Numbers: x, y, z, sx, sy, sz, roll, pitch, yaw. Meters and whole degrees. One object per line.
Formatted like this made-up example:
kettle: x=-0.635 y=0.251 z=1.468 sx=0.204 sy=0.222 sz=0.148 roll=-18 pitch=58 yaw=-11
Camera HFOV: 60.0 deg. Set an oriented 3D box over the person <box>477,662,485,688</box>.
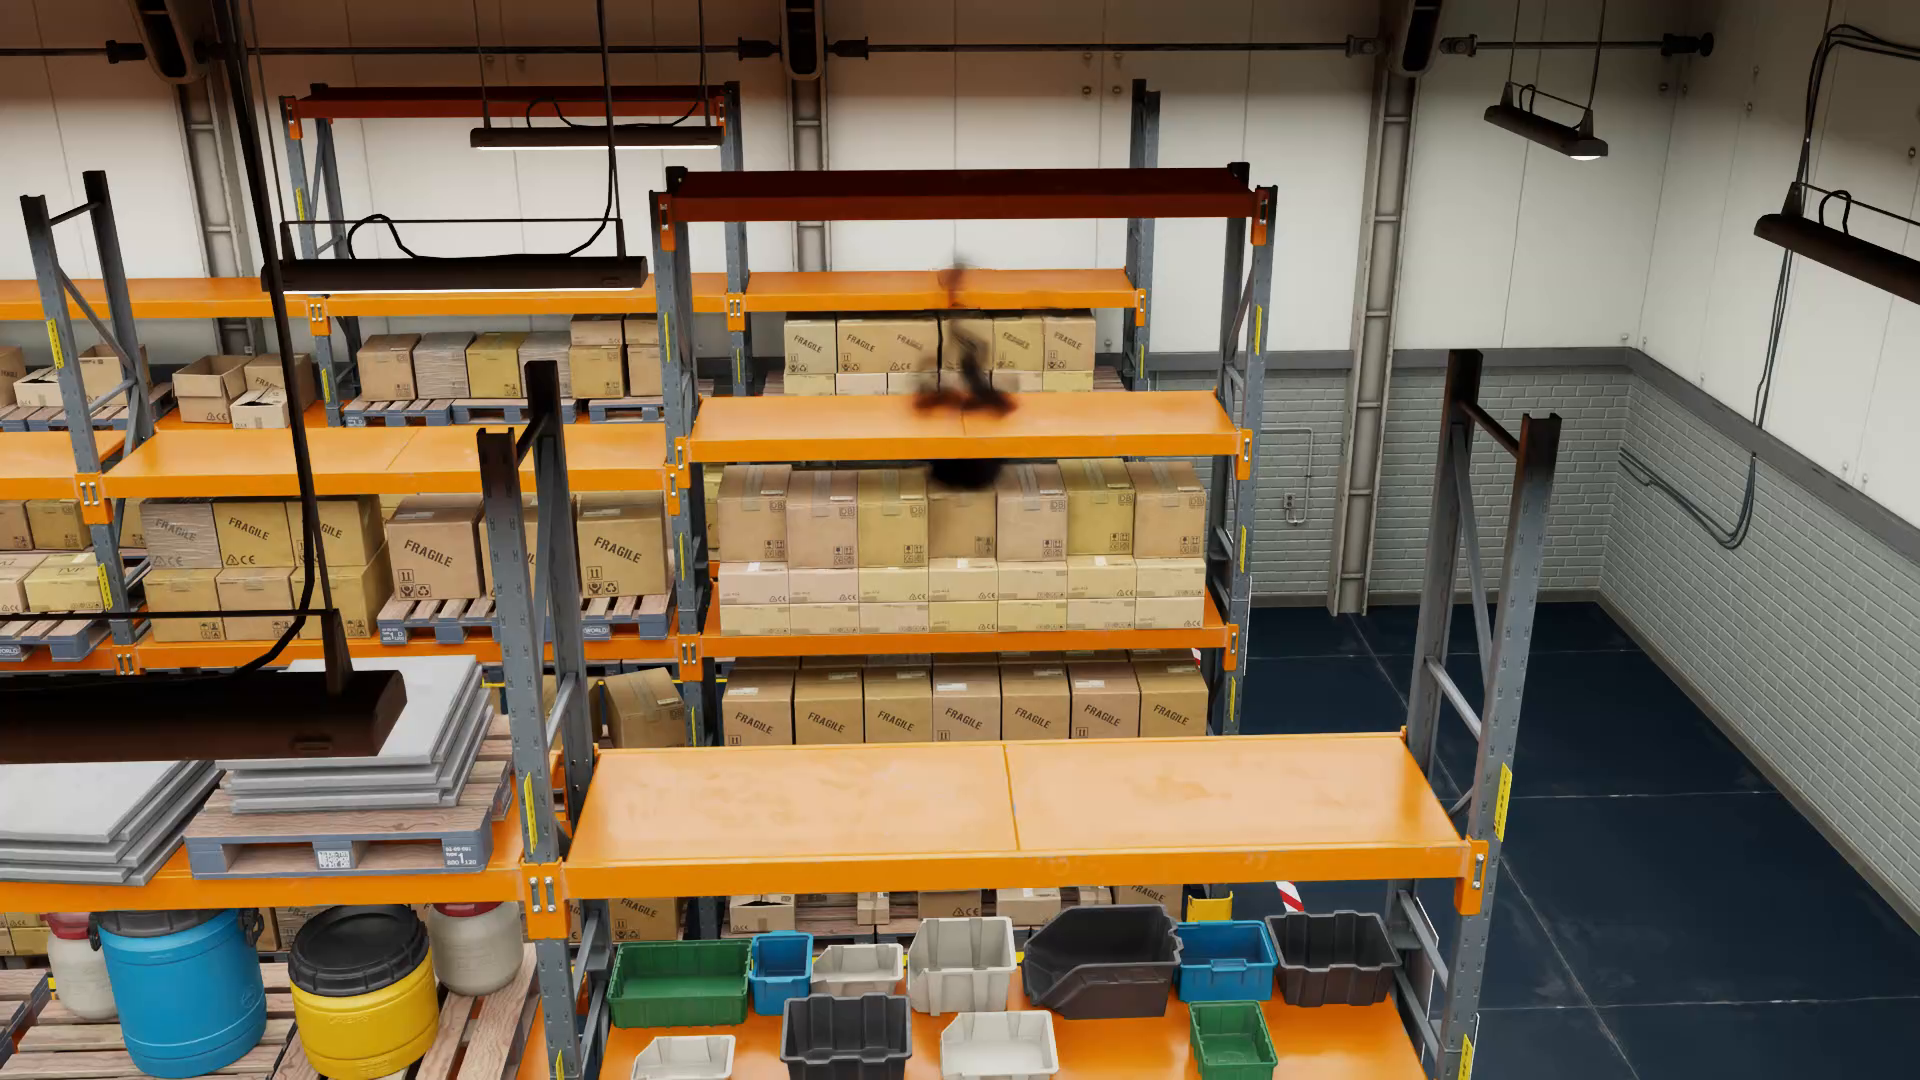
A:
person: x=-4.585 y=1.416 z=15.370 sx=0.575 sy=1.720 sz=0.698 roll=-6 pitch=23 yaw=-15
